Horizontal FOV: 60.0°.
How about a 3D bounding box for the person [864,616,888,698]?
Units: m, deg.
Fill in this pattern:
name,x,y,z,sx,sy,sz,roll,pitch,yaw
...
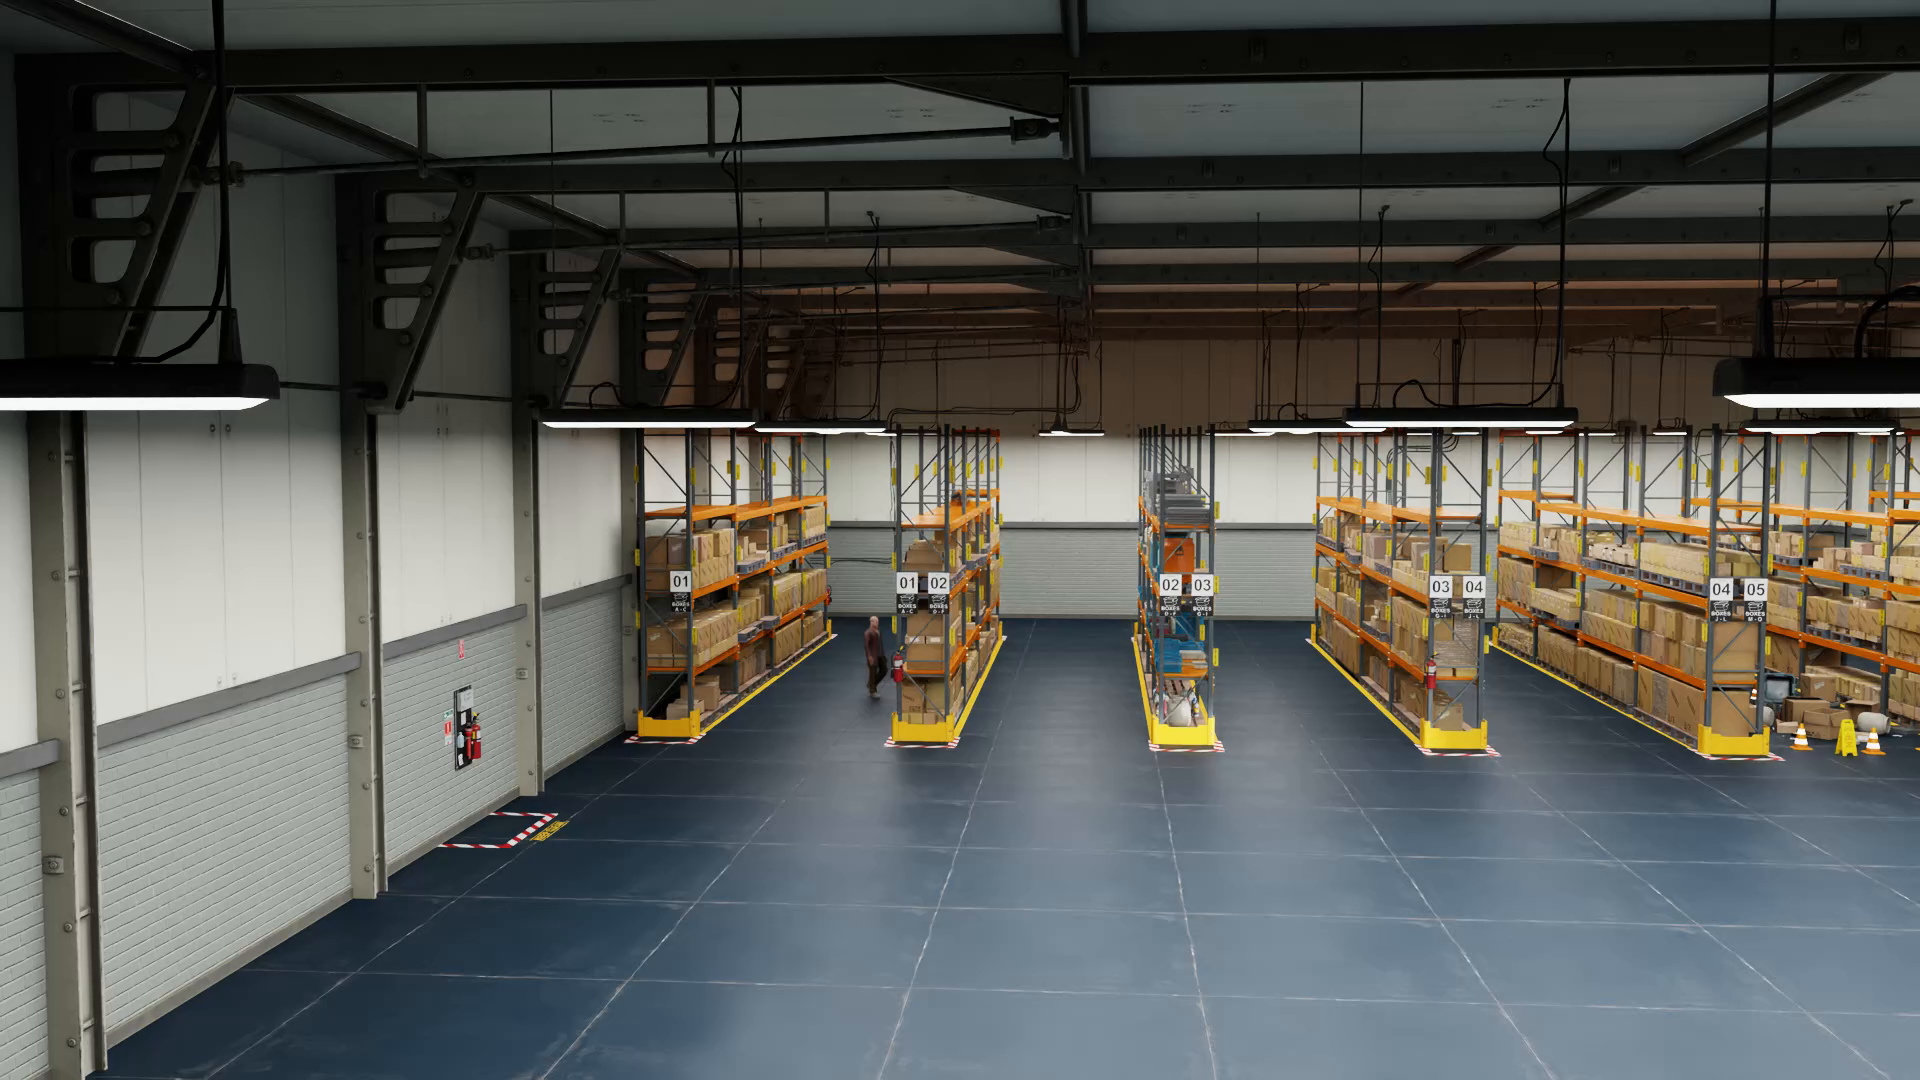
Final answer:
name,x,y,z,sx,sy,sz,roll,pitch,yaw
person,-1.869,2.587,36.909,0.604,1.790,0.726,2,4,34
